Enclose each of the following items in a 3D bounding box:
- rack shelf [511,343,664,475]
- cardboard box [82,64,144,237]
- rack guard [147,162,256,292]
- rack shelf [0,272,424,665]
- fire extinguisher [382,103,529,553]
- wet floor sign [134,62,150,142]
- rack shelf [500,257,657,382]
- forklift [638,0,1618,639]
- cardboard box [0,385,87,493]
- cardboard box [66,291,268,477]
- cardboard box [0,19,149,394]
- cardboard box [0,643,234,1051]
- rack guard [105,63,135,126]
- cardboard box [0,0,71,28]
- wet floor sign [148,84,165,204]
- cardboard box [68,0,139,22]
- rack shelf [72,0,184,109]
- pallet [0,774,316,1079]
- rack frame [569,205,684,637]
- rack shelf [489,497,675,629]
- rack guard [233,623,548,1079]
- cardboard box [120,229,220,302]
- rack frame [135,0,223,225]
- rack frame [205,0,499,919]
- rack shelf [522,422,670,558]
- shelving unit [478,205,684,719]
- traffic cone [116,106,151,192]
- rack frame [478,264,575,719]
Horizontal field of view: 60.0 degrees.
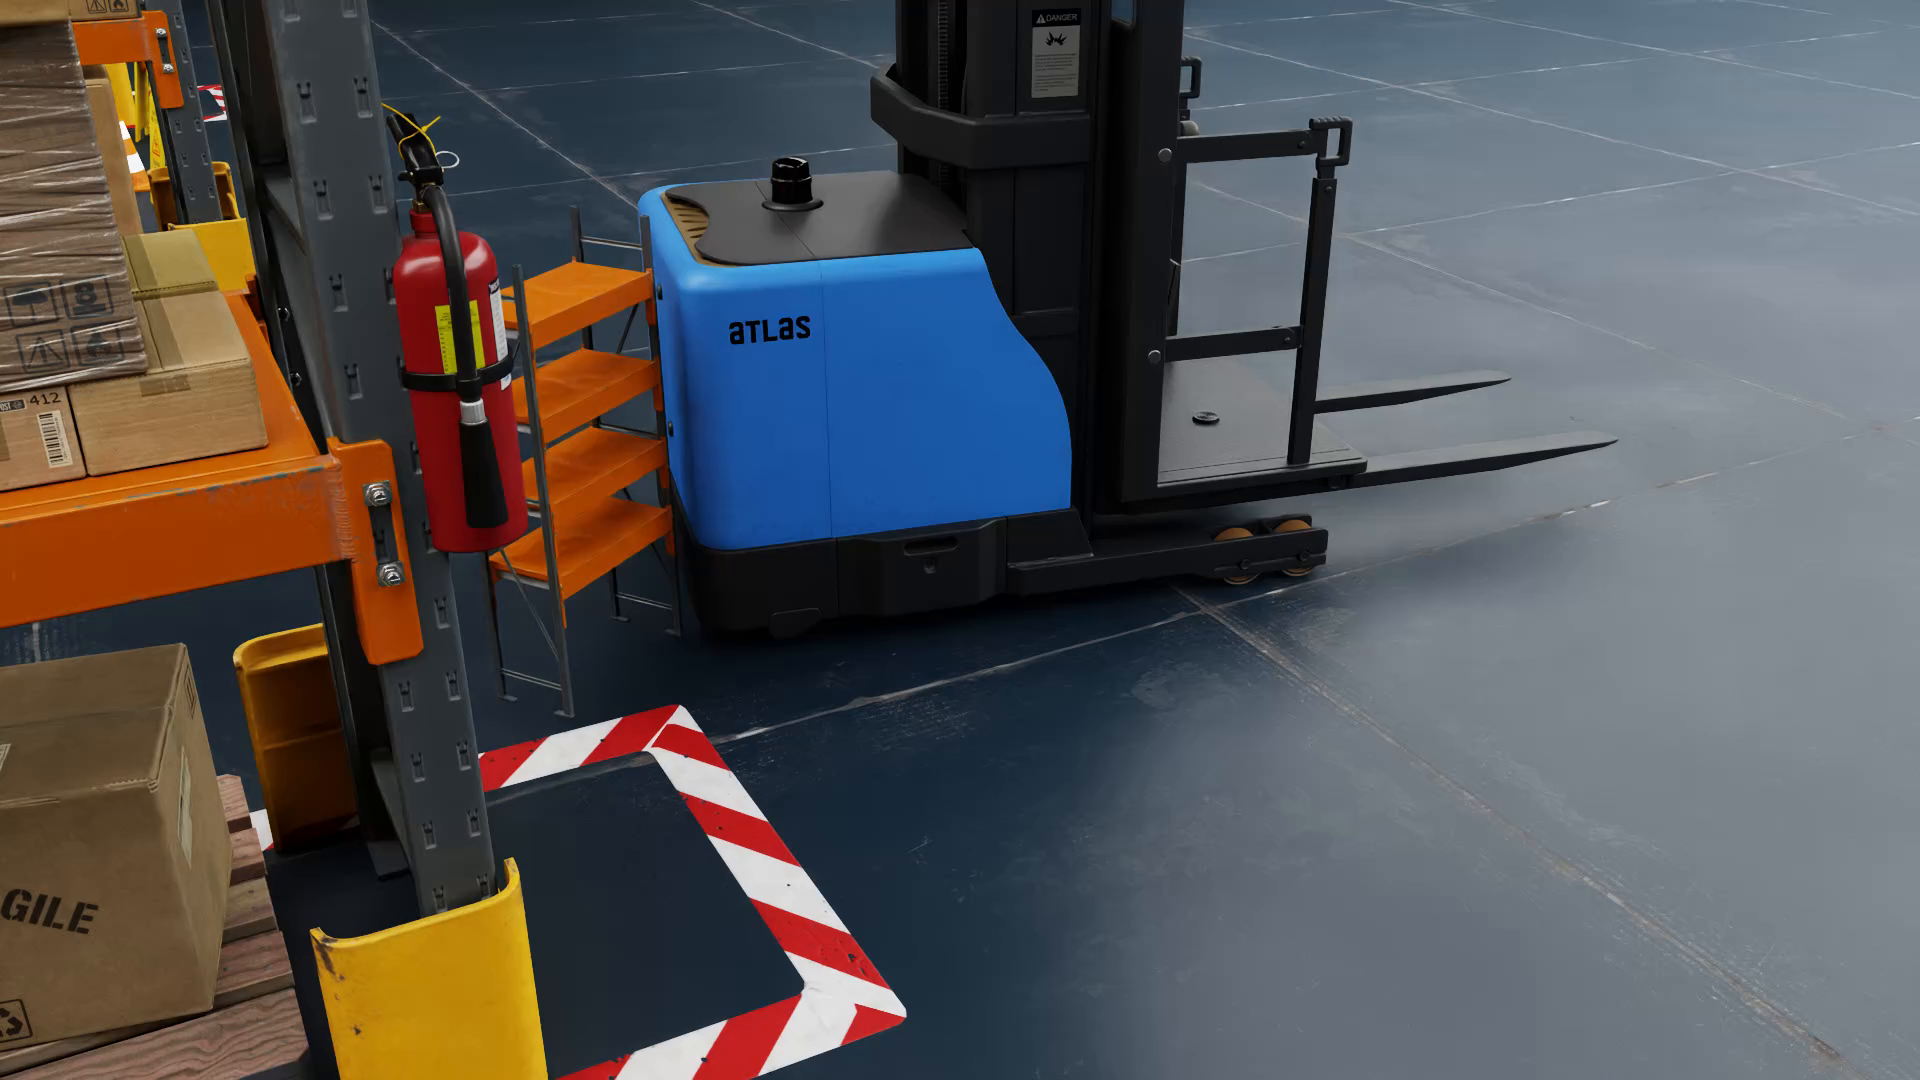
[{"bbox_3d":[-0.998,-0.340,4.210,0.258,0.148,0.480,12,28,24],"label":"rack shelf"},{"bbox_3d":[-3.910,-1.486,6.850,0.875,0.875,0.875,-13,28,-25],"label":"cardboard box"},{"bbox_3d":[-3.322,-1.296,7.373,0.348,0.500,1.175,-13,29,-25],"label":"rack guard"},{"bbox_3d":[-2.863,0.228,2.140,4.000,0.370,1.077,-13,29,-25],"label":"rack shelf"},{"bbox_3d":[-0.780,-0.316,2.532,0.183,0.674,0.296,-13,29,-25],"label":"fire extinguisher"},{"bbox_3d":[-5.090,-2.857,10.455,0.232,0.644,0.267,-4,26,-7],"label":"wet floor sign"},{"bbox_3d":[-0.998,-0.553,4.108,0.258,0.148,0.480,12,28,24],"label":"rack shelf"},{"bbox_3d":[0.601,-1.399,4.777,3.031,2.935,1.130,-7,27,-15],"label":"forklift"},{"bbox_3d":[-1.473,-0.203,2.497,0.250,0.149,0.380,-13,29,-25],"label":"cardboard box"},{"bbox_3d":[-1.252,-0.253,2.602,0.250,0.149,0.380,-13,29,-25],"label":"cardboard box"},{"bbox_3d":[-1.596,-0.581,2.536,0.500,0.500,0.875,-13,29,-25],"label":"cardboard box"},{"bbox_3d":[-1.657,0.555,3.032,0.500,0.500,0.500,-8,27,-16],"label":"cardboard box"},{"bbox_3d":[-5.828,-3.146,11.225,0.348,0.500,1.175,-13,29,-25],"label":"rack guard"},{"bbox_3d":[-1.467,-0.927,2.101,0.500,0.500,0.500,-13,29,-25],"label":"cardboard box"},{"bbox_3d":[-4.249,-2.119,8.918,0.232,0.644,0.267,-19,31,-34],"label":"wet floor sign"},{"bbox_3d":[-3.649,-2.393,6.595,0.550,0.550,0.875,-13,29,-25],"label":"cardboard box"},{"bbox_3d":[-5.107,-1.687,6.129,4.000,0.370,1.077,-13,29,-25],"label":"rack shelf"},{"bbox_3d":[-1.898,0.921,3.088,1.213,0.211,1.003,-13,29,-25],"label":"pallet"},{"bbox_3d":[-0.890,-0.294,4.475,0.240,1.200,0.015,12,28,24],"label":"rack frame"},{"bbox_3d":[-0.998,0.041,4.393,0.258,0.148,0.480,12,28,24],"label":"rack shelf"},{"bbox_3d":[-1.165,0.639,3.342,0.348,0.500,1.175,-13,29,-25],"label":"rack guard"},{"bbox_3d":[-1.462,-0.423,2.956,0.250,0.149,0.380,-13,29,-25],"label":"cardboard box"},{"bbox_3d":[-3.343,-2.418,6.821,0.127,3.000,1.000,-13,29,-25],"label":"rack frame"},{"bbox_3d":[-1.098,-0.504,2.833,0.127,3.000,1.000,-13,29,-25],"label":"rack frame"},{"bbox_3d":[-0.998,-0.138,4.307,0.258,0.148,0.480,12,28,24],"label":"rack shelf"},{"bbox_3d":[-0.998,-0.199,4.278,0.258,1.200,0.503,12,28,24],"label":"shelving unit"},{"bbox_3d":[-4.711,-2.210,9.318,0.334,0.463,0.336,-13,29,-25],"label":"traffic cone"},{"bbox_3d":[-1.107,-0.104,4.081,0.240,1.200,0.015,12,28,24],"label":"rack frame"}]
